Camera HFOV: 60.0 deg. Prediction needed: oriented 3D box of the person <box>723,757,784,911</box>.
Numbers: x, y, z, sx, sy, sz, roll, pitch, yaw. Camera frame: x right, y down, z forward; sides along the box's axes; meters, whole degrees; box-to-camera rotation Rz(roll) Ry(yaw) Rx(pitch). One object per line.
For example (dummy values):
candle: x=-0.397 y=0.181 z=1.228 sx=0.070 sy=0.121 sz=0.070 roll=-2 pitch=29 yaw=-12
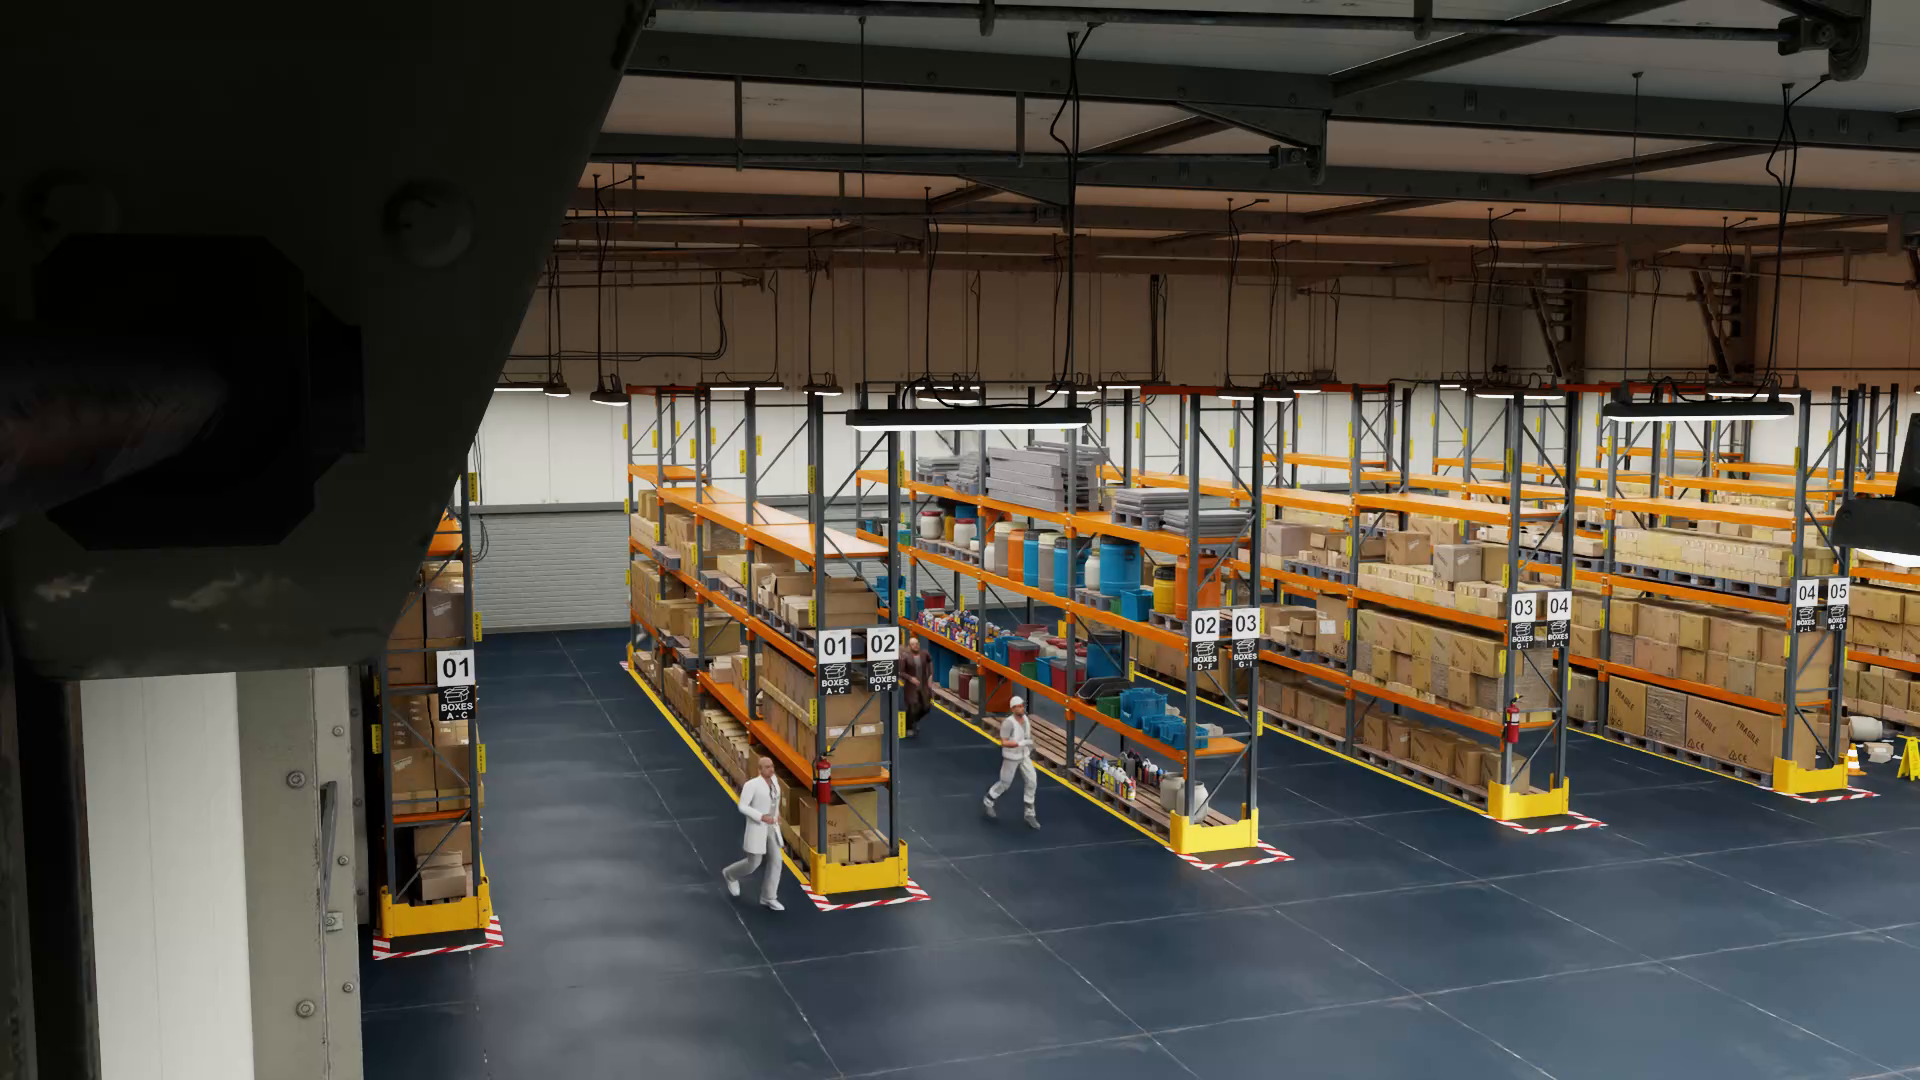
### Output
person: x=-2.379 y=3.431 z=19.676 sx=0.929 sy=1.772 sz=0.722 roll=5 pitch=8 yaw=40

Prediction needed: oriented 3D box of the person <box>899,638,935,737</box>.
person: x=-0.736 y=2.530 z=28.462 sx=0.732 sy=1.736 sz=0.785 roll=-2 pitch=6 yaw=-20

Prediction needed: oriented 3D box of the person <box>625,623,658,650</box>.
person: x=-6.851 y=1.709 z=36.261 sx=0.914 sy=1.806 sz=0.645 roll=-1 pitch=6 yaw=-13

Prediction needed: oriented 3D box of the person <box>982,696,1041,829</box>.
person: x=0.744 y=3.054 z=23.122 sx=0.674 sy=1.826 sz=0.938 roll=-5 pitch=8 yaw=-42
